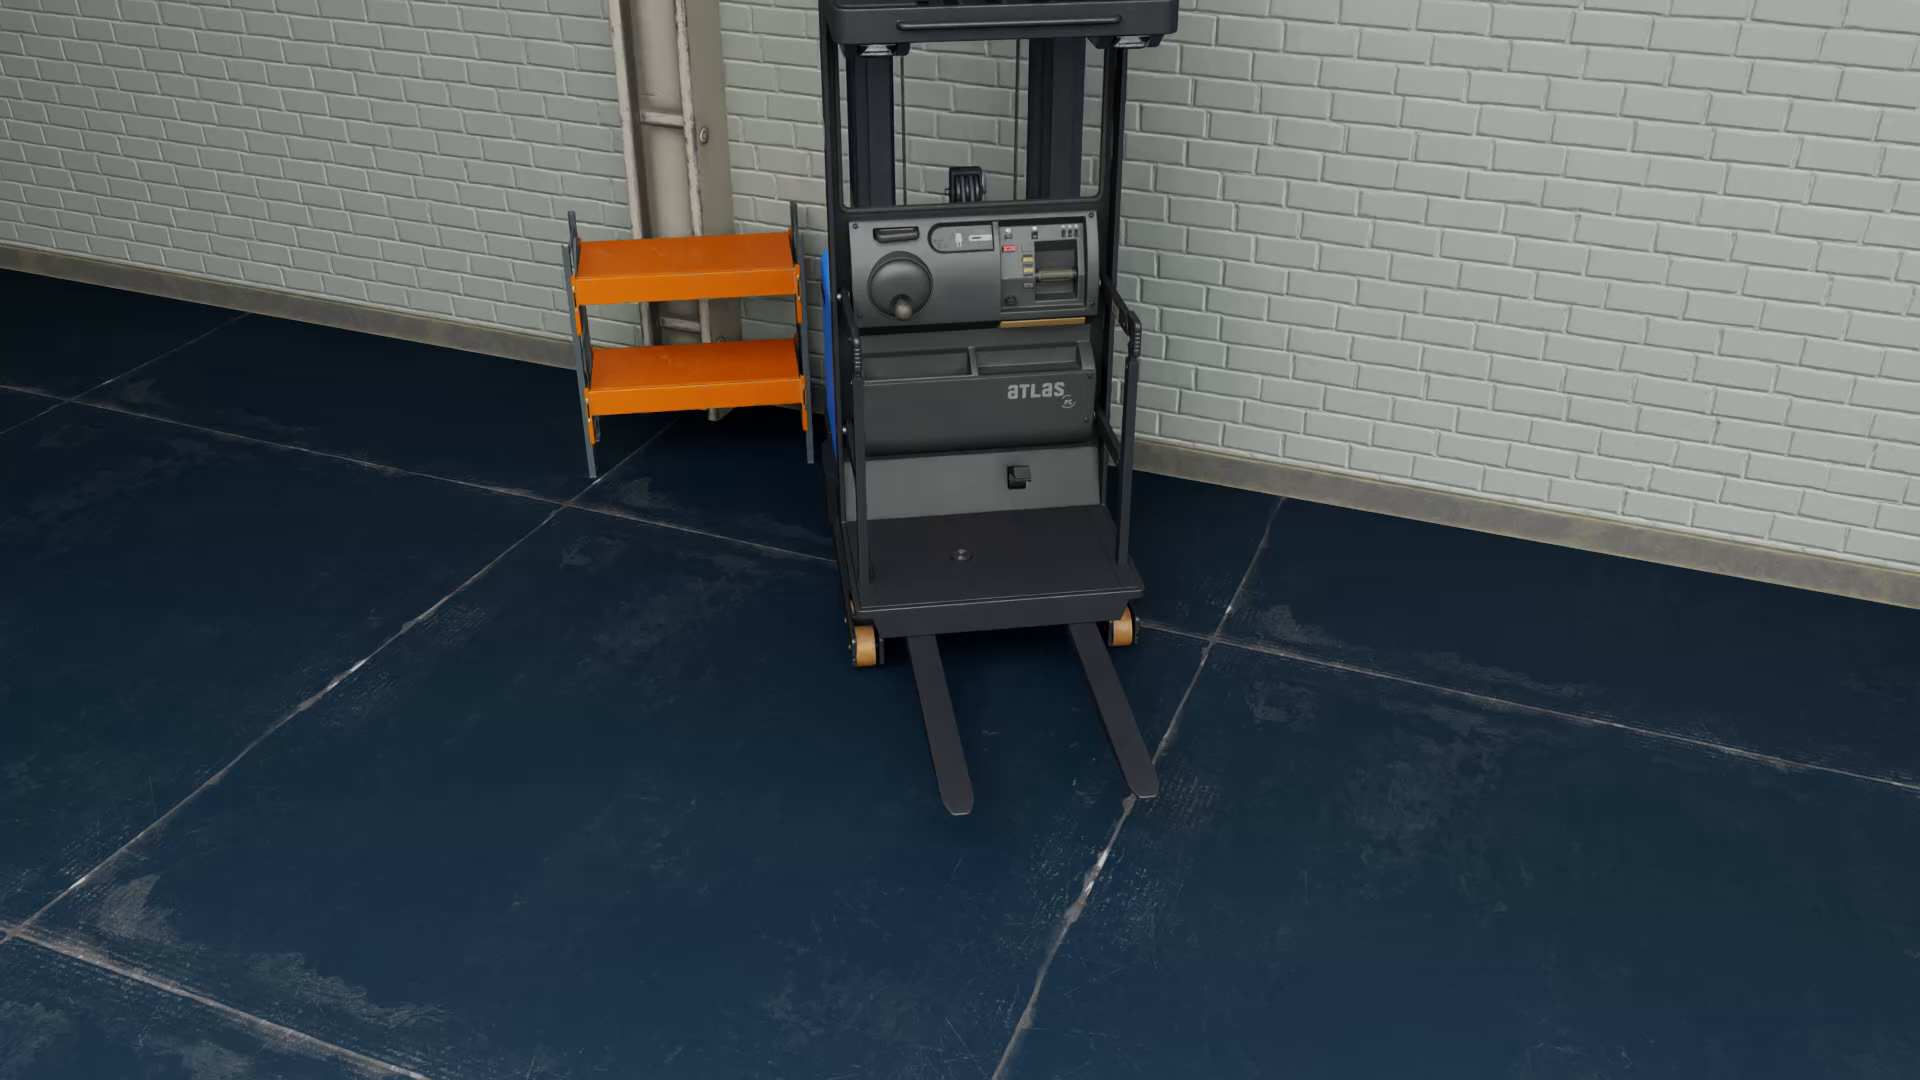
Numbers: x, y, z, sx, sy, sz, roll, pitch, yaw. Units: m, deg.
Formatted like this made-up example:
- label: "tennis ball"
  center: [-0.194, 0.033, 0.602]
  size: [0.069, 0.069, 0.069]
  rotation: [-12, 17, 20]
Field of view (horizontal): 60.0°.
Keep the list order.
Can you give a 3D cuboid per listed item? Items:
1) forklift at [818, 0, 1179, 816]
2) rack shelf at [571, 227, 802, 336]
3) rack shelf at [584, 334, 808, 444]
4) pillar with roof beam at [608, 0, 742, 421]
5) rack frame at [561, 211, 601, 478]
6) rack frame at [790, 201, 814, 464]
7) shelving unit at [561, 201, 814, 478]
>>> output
- label: "forklift"
  center: [0.089, -0.973, 5.992]
  size: [1.130, 2.935, 3.031]
  rotation: [-4, 30, -7]
- label: "rack shelf"
  center: [-1.246, -1.192, 7.621]
  size: [1.000, 0.278, 0.538]
  rotation: [-4, 30, -7]
- label: "rack shelf"
  center: [-1.246, -0.724, 7.885]
  size: [1.000, 0.278, 0.538]
  rotation: [-4, 30, -7]
- label: "pillar with roof beam"
  center: [-2.956, -2.654, 2.800]
  size: [0.400, 9.000, 9.100]
  rotation: [11, 31, 19]
- label: "rack frame"
  center: [-1.749, -0.901, 7.700]
  size: [0.032, 1.125, 0.500]
  rotation: [-4, 30, -7]
- label: "rack frame"
  center: [-0.743, -0.974, 7.829]
  size: [0.032, 1.125, 0.500]
  rotation: [-4, 30, -7]
- label: "shelving unit"
  center: [-1.246, -0.937, 7.765]
  size: [1.048, 1.125, 0.538]
  rotation: [-4, 30, -7]
